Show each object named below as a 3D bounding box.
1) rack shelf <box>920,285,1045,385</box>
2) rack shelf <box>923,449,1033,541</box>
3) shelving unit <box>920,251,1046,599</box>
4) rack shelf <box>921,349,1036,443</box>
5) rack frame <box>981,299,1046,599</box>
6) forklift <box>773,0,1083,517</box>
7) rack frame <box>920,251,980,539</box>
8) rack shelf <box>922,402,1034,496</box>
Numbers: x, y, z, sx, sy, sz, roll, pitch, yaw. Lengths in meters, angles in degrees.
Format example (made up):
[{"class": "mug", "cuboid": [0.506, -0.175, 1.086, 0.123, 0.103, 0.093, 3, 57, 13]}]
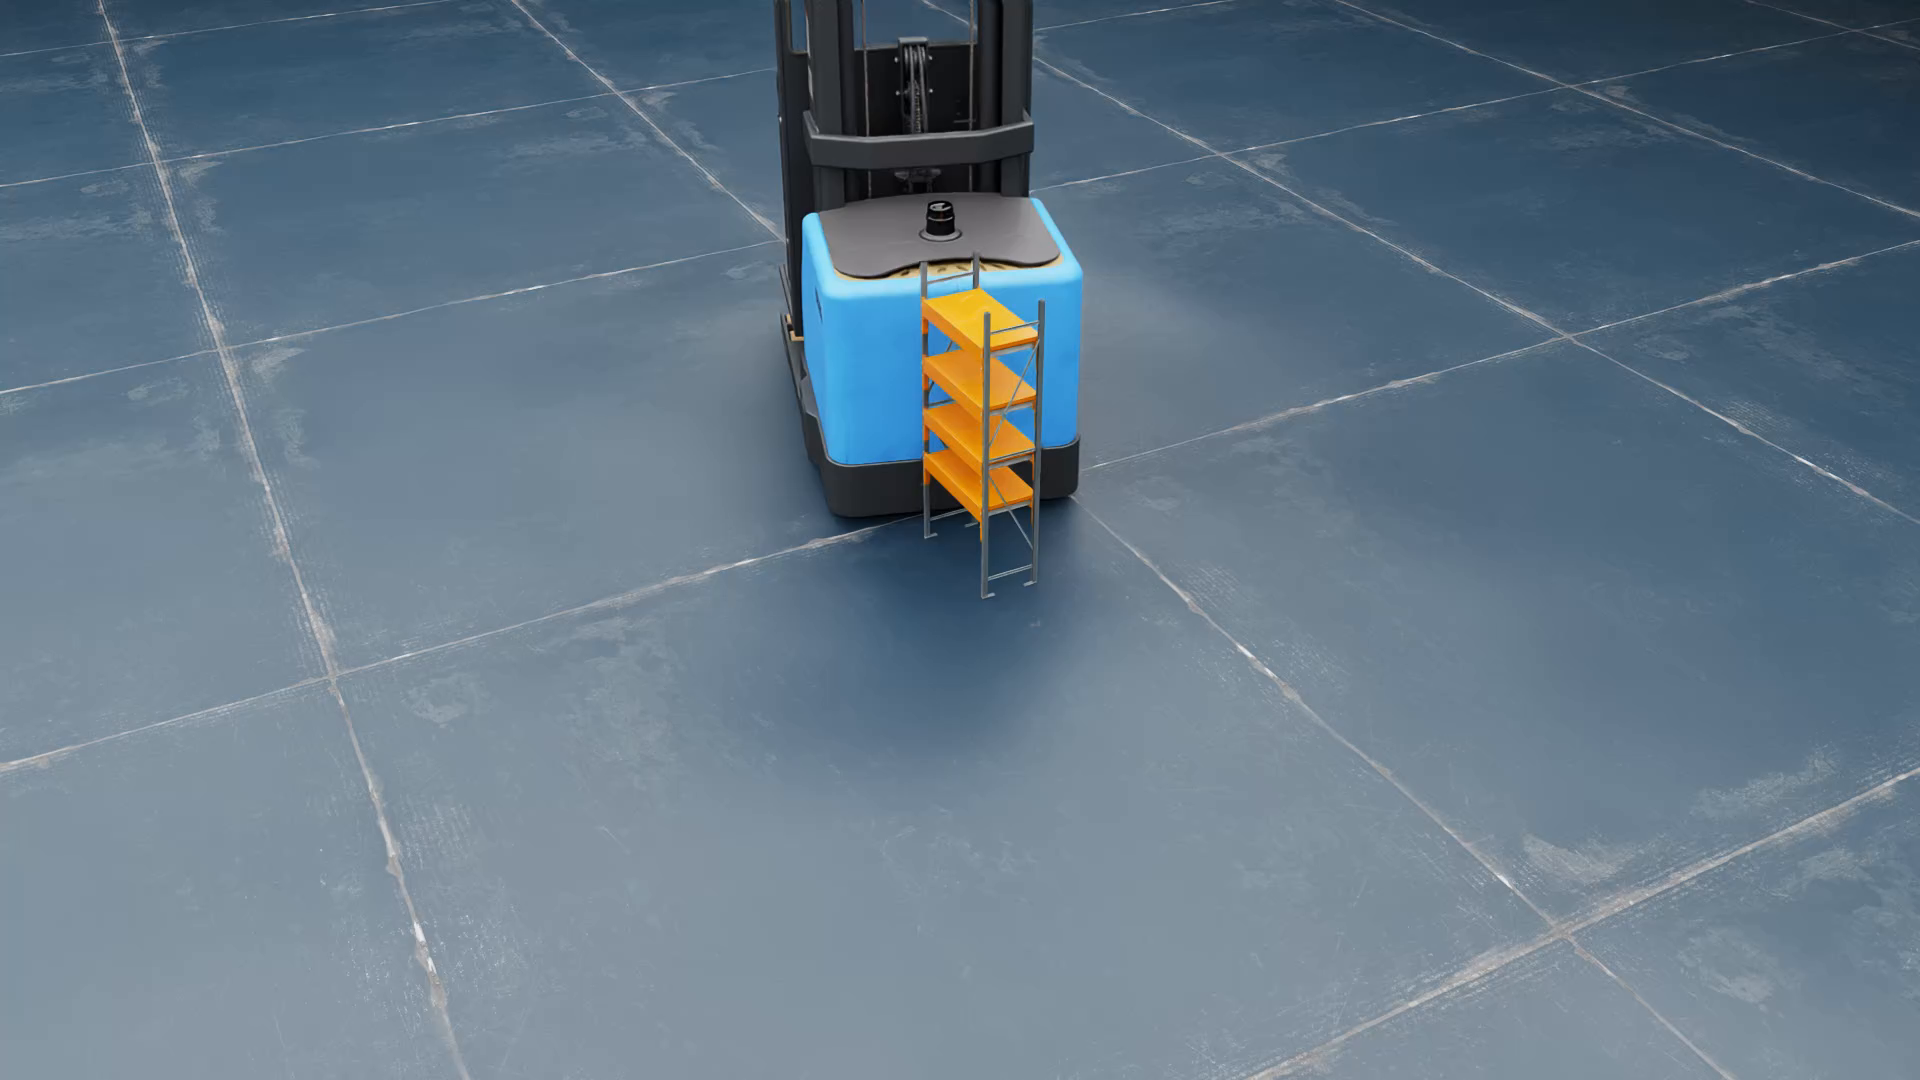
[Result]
[{"class": "rack shelf", "cuboid": [0.077, -0.757, 6.091, 0.258, 0.148, 0.480, -16, 36, -23]}, {"class": "rack shelf", "cuboid": [0.077, -0.202, 6.446, 0.258, 0.148, 0.480, -16, 36, -23]}, {"class": "shelving unit", "cuboid": [0.077, -0.426, 6.303, 0.258, 1.200, 0.503, -16, 36, -23]}, {"class": "rack shelf", "cuboid": [0.077, -0.558, 6.219, 0.258, 0.148, 0.480, -16, 36, -23]}, {"class": "rack frame", "cuboid": [0.191, -0.310, 6.121, 0.240, 1.200, 0.015, -16, 36, -23]}, {"class": "forklift", "cuboid": [-0.279, -2.110, 7.326, 1.130, 2.935, 3.031, -6, 33, -9]}, {"class": "rack frame", "cuboid": [-0.037, -0.543, 6.485, 0.240, 1.200, 0.015, -16, 36, -23]}, {"class": "rack shelf", "cuboid": [0.077, -0.370, 6.339, 0.258, 0.148, 0.480, -16, 36, -23]}]
